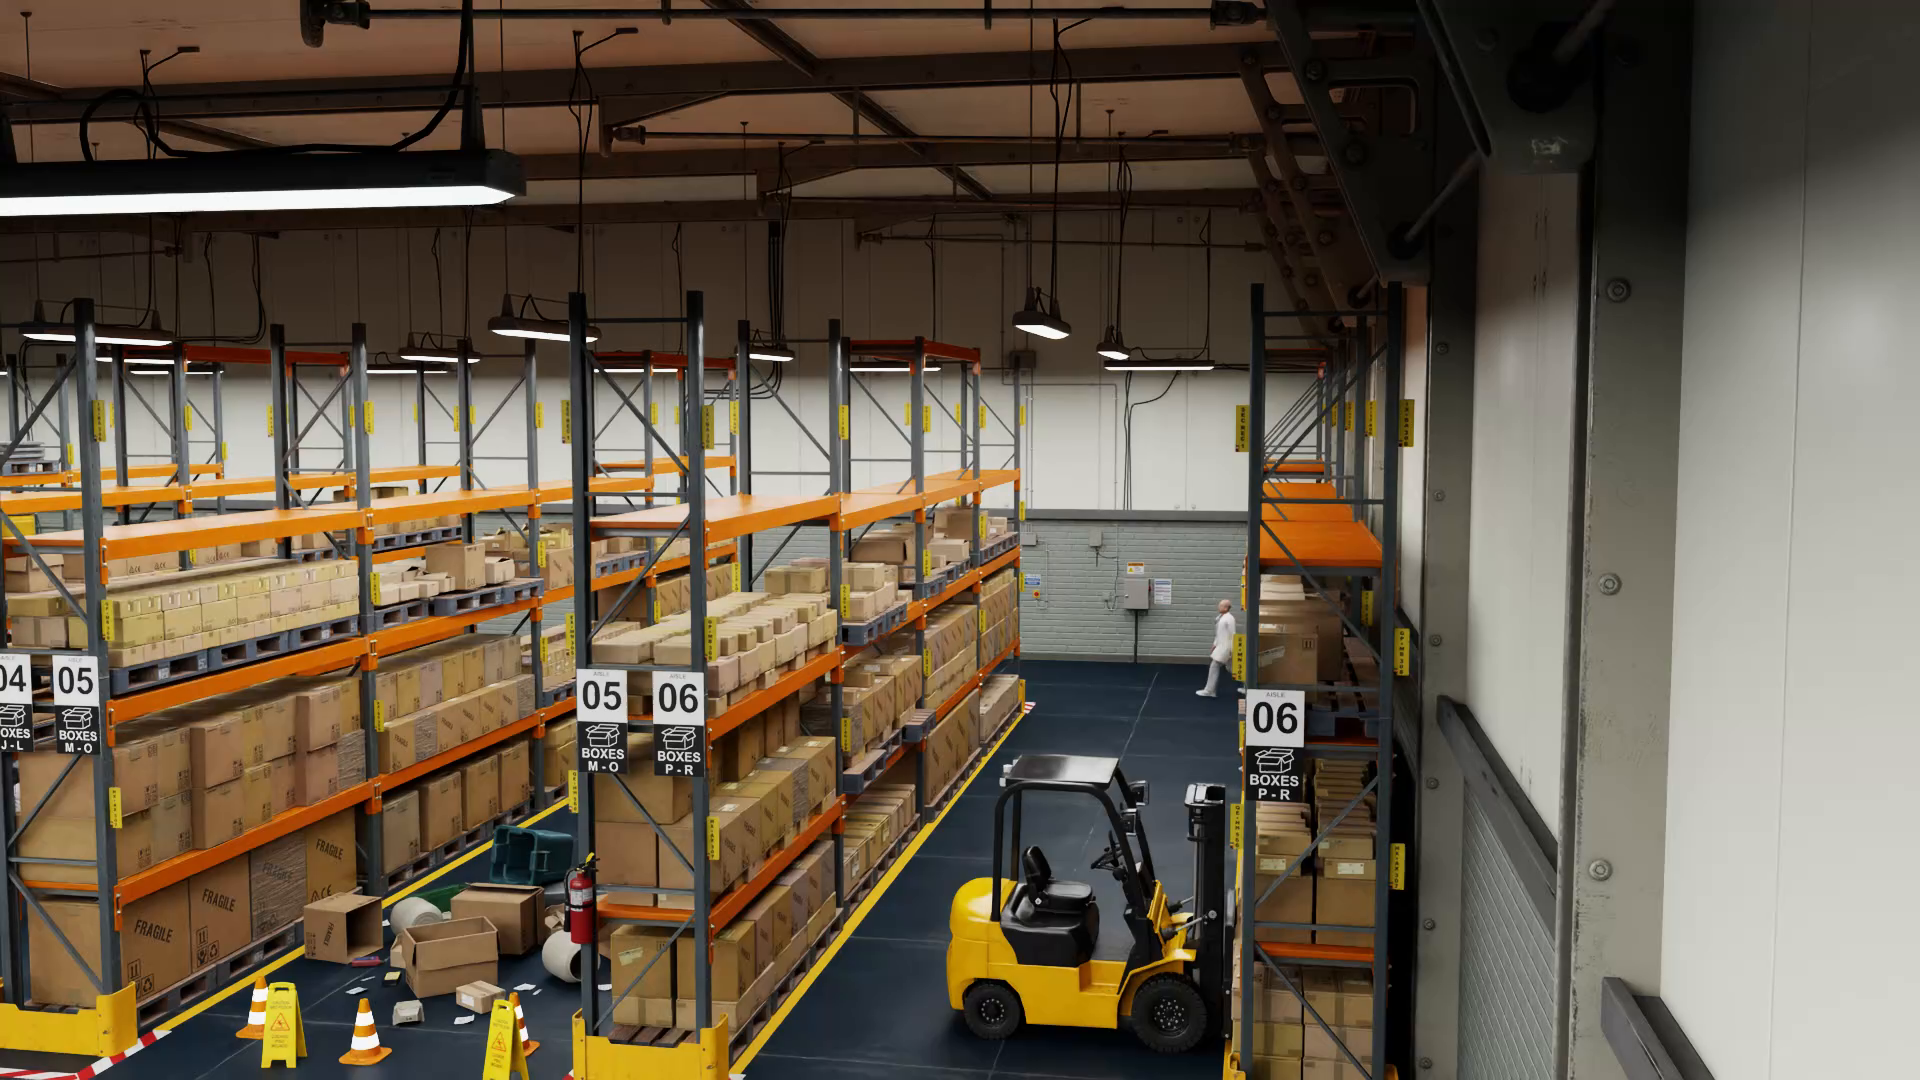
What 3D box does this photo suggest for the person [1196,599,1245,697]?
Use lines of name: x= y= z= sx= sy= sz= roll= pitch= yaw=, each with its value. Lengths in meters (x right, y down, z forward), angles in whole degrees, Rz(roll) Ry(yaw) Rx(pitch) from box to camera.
person: x=4.747 y=1.917 z=29.520 sx=1.099 sy=1.738 sz=0.580 roll=0 pitch=5 yaw=4

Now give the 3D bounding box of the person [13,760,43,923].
person: x=-9.363 y=2.991 z=16.683 sx=0.548 sy=1.653 sz=0.918 roll=3 pitch=5 yaw=30
